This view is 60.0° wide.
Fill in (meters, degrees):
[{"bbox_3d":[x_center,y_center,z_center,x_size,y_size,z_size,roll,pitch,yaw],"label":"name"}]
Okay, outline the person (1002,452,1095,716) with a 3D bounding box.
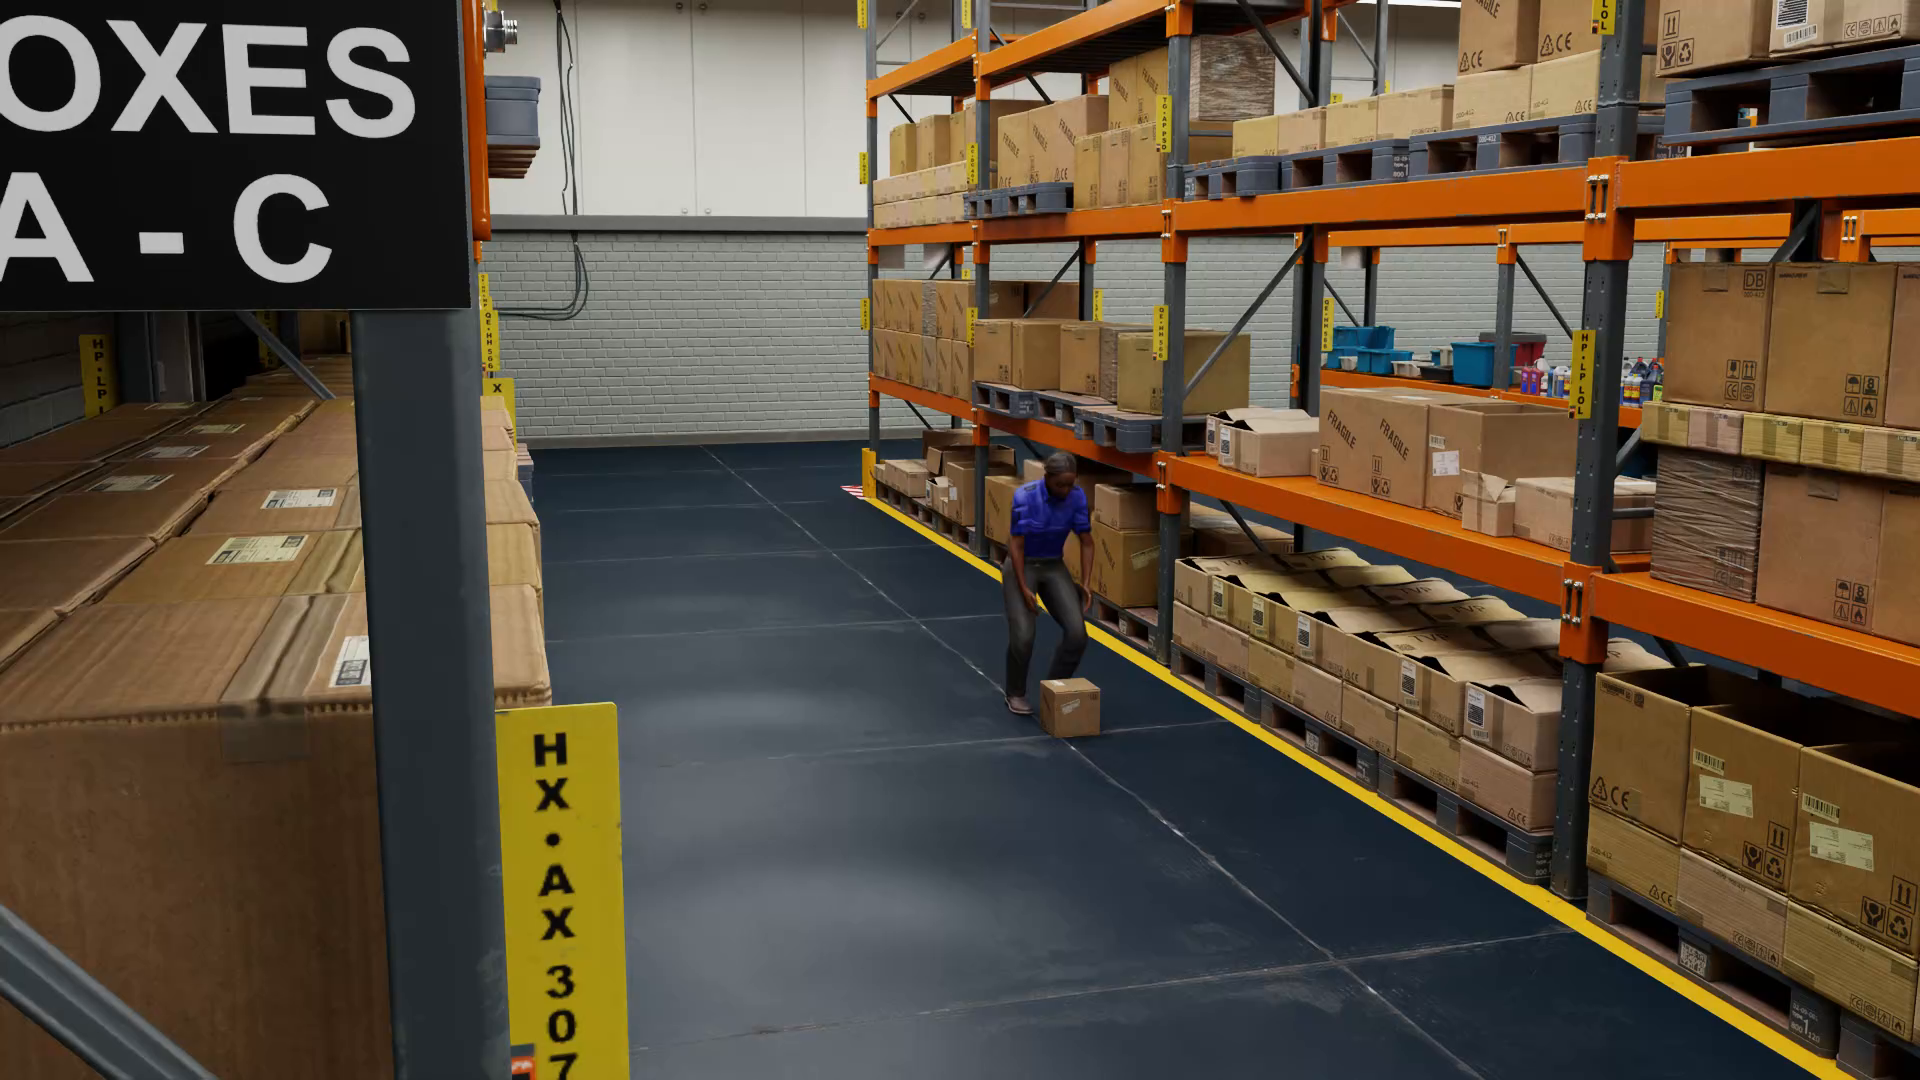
[{"bbox_3d":[0.487,0.226,9.161,0.490,1.465,0.556,-3,10,-16],"label":"person"}]
